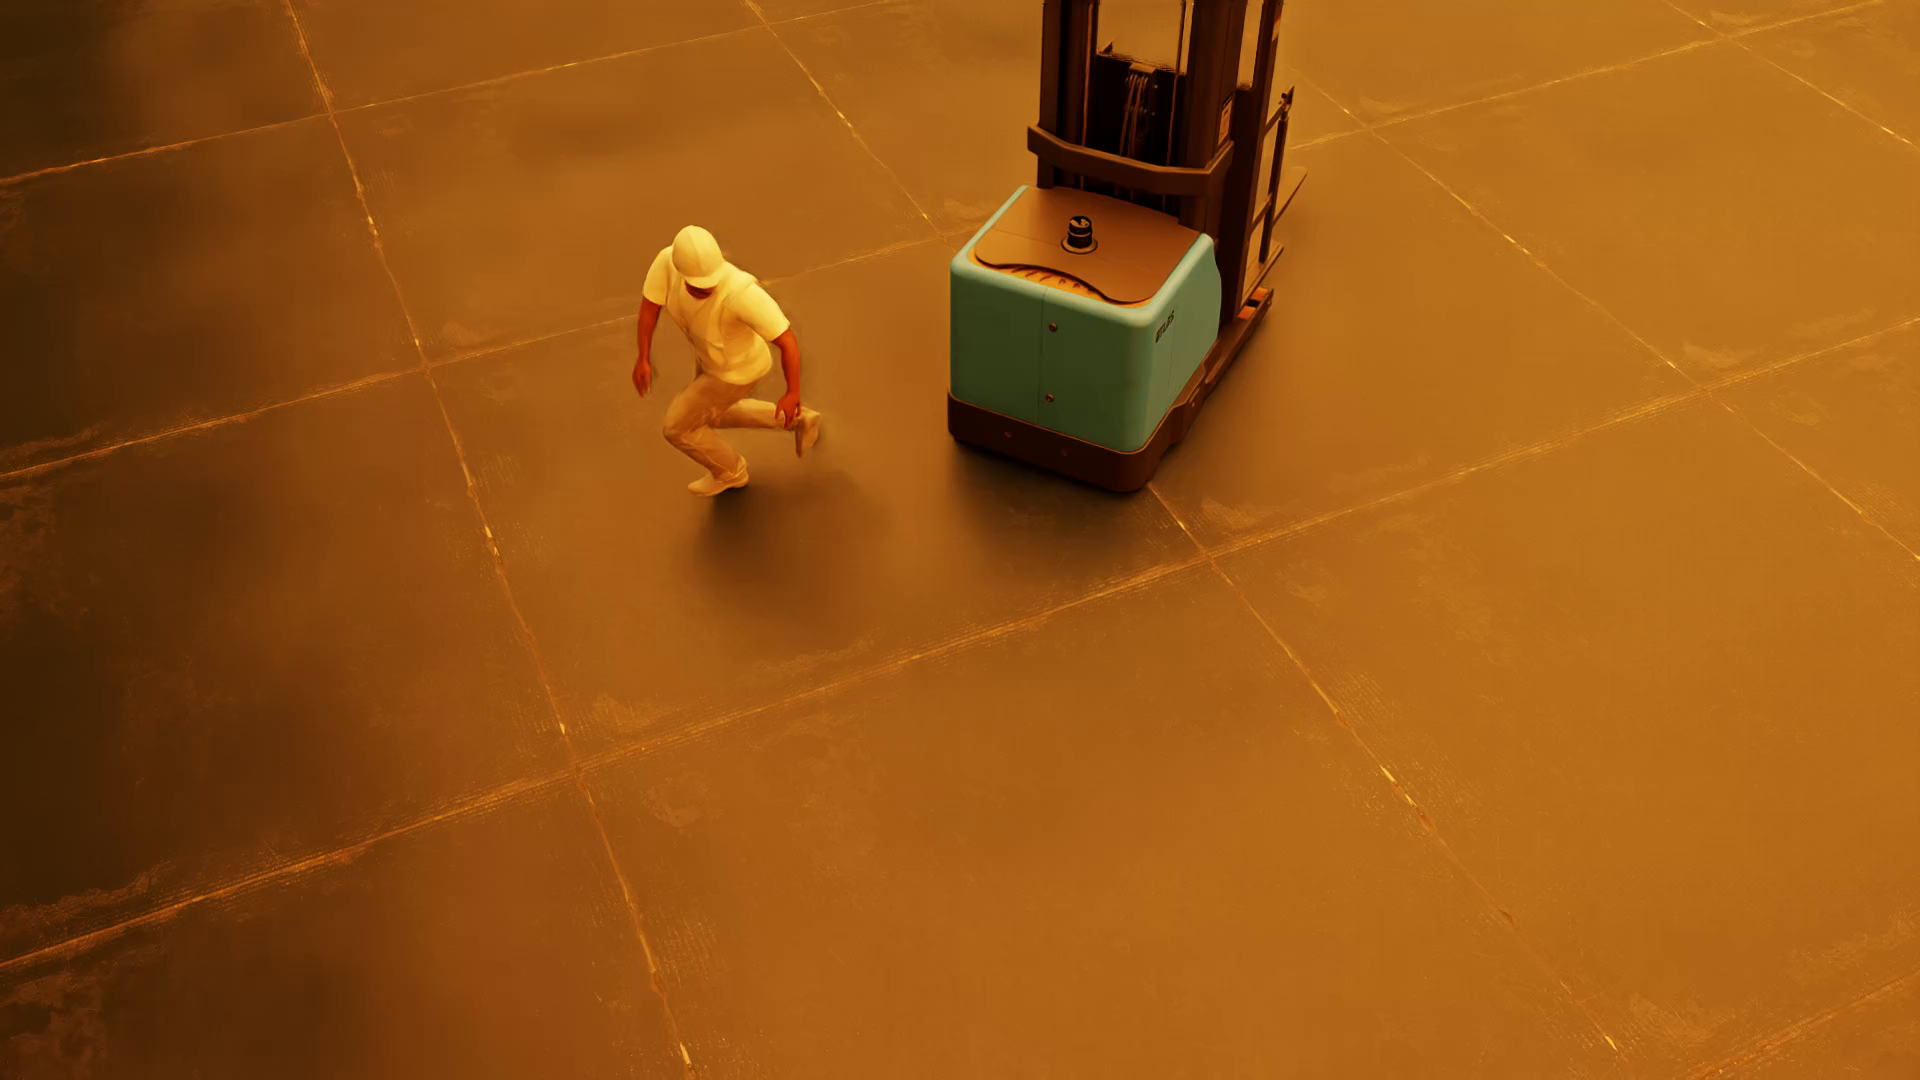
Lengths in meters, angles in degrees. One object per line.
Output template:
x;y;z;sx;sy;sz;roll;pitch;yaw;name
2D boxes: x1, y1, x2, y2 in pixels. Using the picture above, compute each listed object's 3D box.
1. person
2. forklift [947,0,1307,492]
-1.044;-0.816;7.605;0.833;1.542;0.680;-19;46;-19;person
1.064;-2.304;8.149;1.130;2.935;3.031;20;46;20;forklift
